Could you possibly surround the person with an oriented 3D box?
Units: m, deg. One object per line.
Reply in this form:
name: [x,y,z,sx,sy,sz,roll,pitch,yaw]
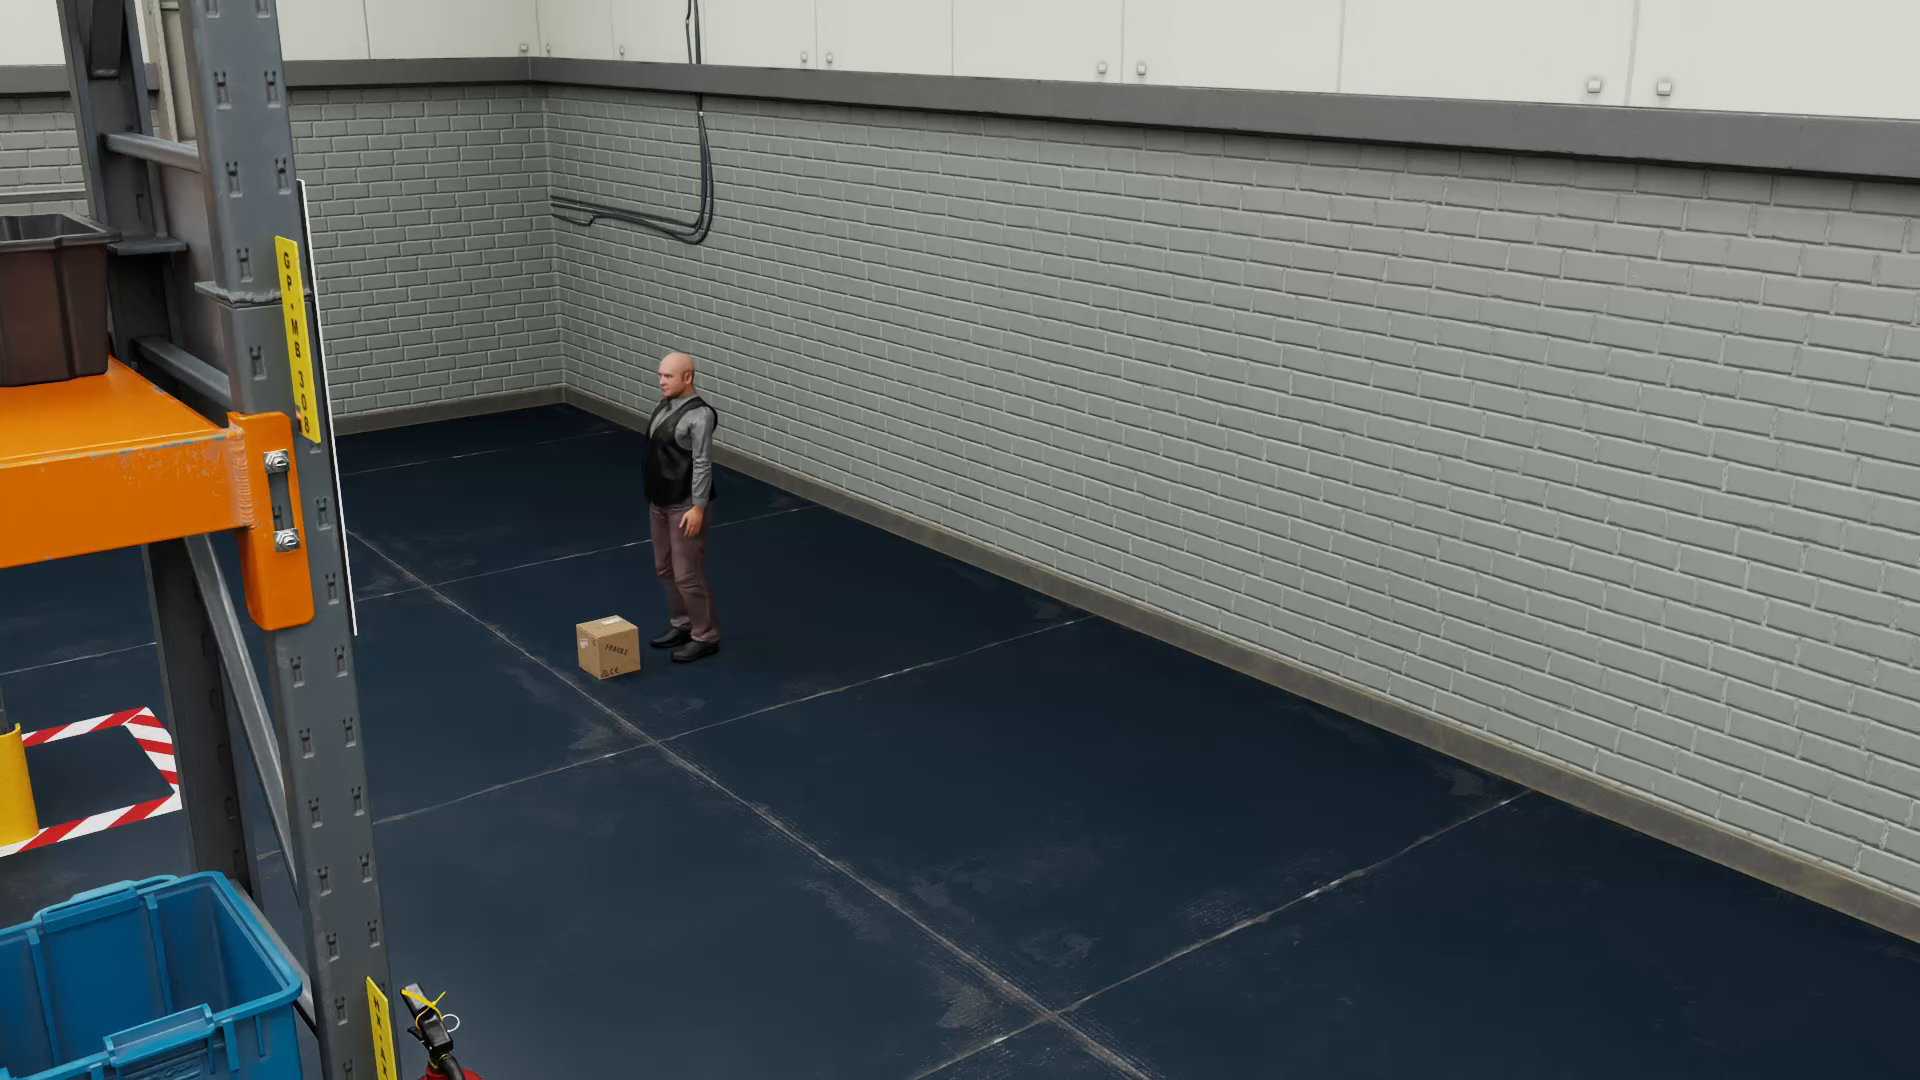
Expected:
person: [-1.545,-0.191,9.208,0.359,1.716,0.533,-13,22,-35]
